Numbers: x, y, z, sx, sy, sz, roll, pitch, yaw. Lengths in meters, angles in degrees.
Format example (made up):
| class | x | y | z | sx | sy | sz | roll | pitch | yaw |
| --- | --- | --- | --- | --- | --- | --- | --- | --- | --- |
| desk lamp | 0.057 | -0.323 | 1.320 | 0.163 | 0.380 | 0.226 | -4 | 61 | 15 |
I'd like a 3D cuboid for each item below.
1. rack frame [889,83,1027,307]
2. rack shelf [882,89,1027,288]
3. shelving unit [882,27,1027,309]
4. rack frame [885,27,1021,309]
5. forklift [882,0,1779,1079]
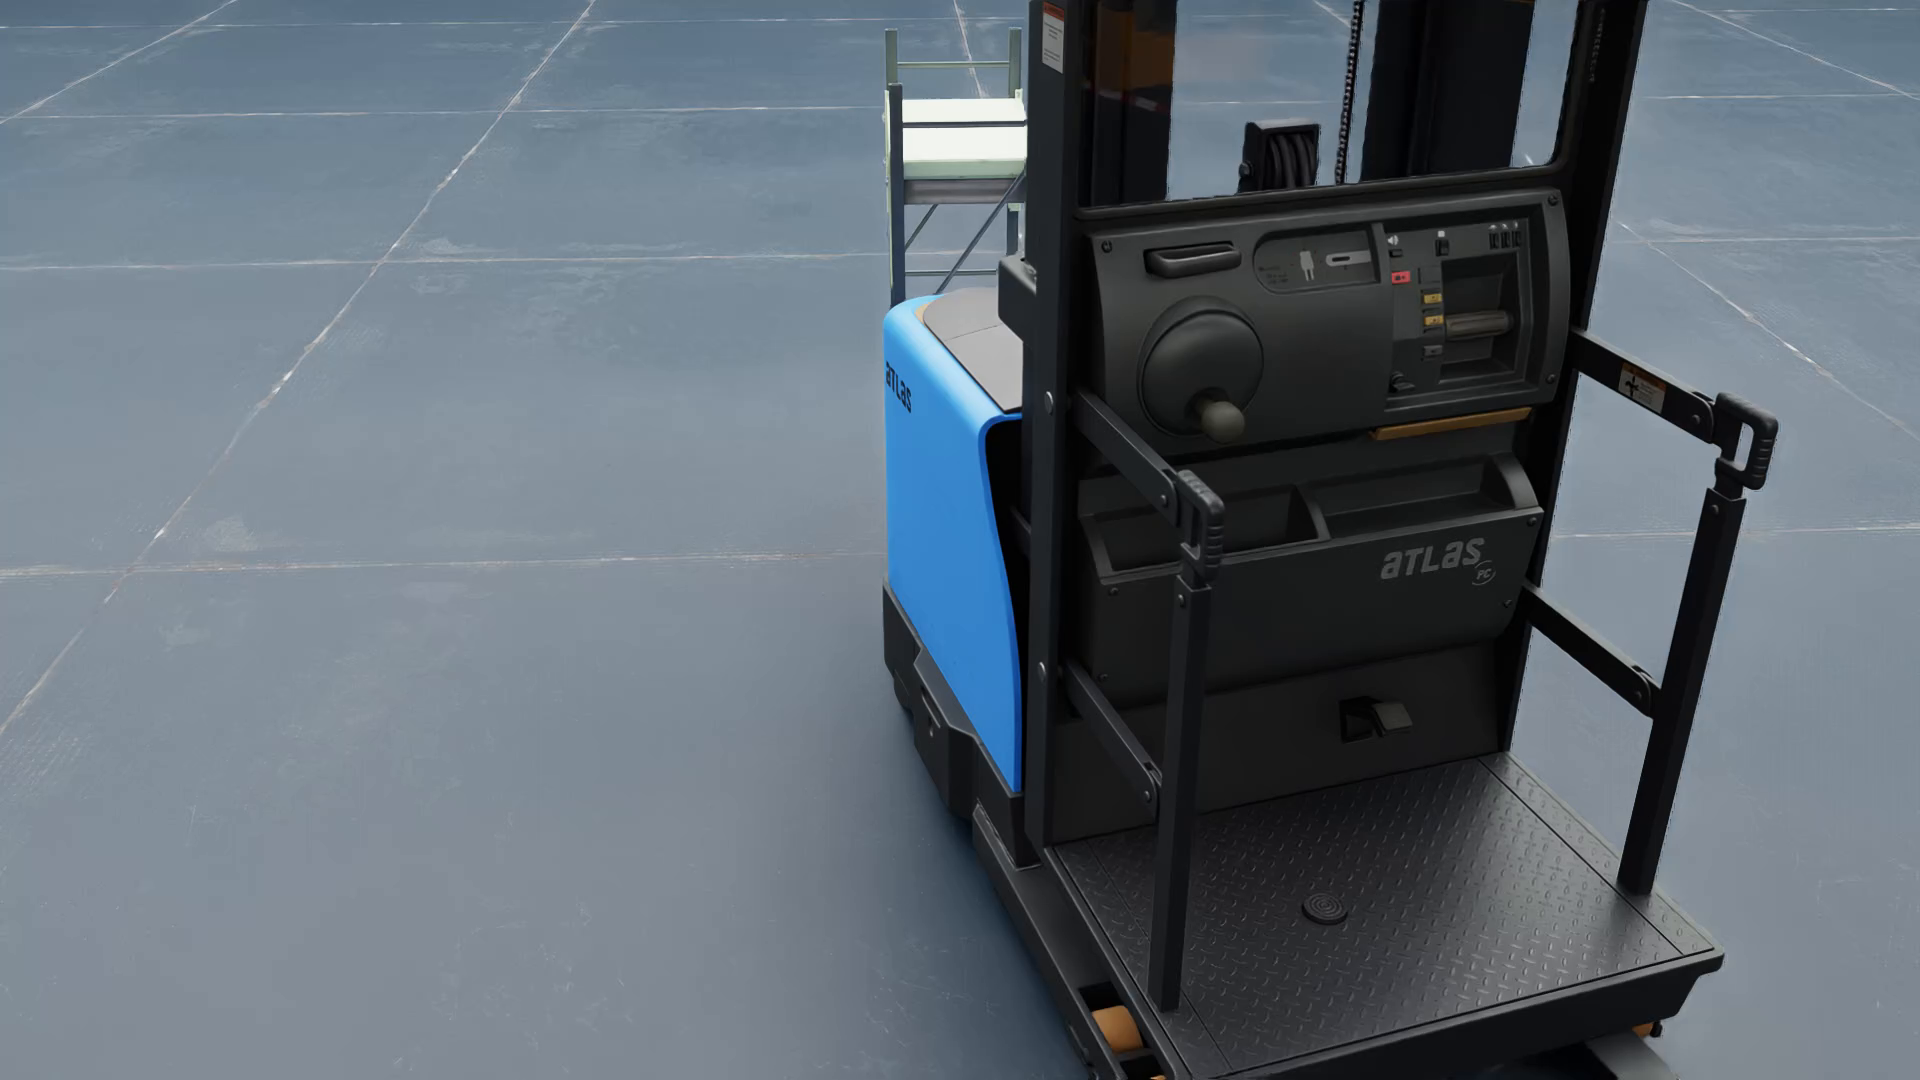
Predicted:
| class | x | y | z | sx | sy | sz | roll | pitch | yaw |
| --- | --- | --- | --- | --- | --- | --- | --- | --- | --- |
| rack frame | 0.019 | -0.499 | 4.585 | 0.400 | 1.500 | 0.023 | -1 | 28 | -3 |
| rack shelf | 0.000 | -1.014 | 4.729 | 0.431 | 0.370 | 0.720 | -1 | 28 | -3 |
| shelving unit | 0.000 | -0.668 | 4.909 | 0.431 | 1.500 | 0.755 | -1 | 28 | -3 |
| rack frame | -0.019 | -0.837 | 5.233 | 0.400 | 1.500 | 0.023 | -1 | 28 | -3 |
| forklift | 0.742 | -0.359 | 2.770 | 1.130 | 2.935 | 3.031 | -9 | 29 | -16 |
